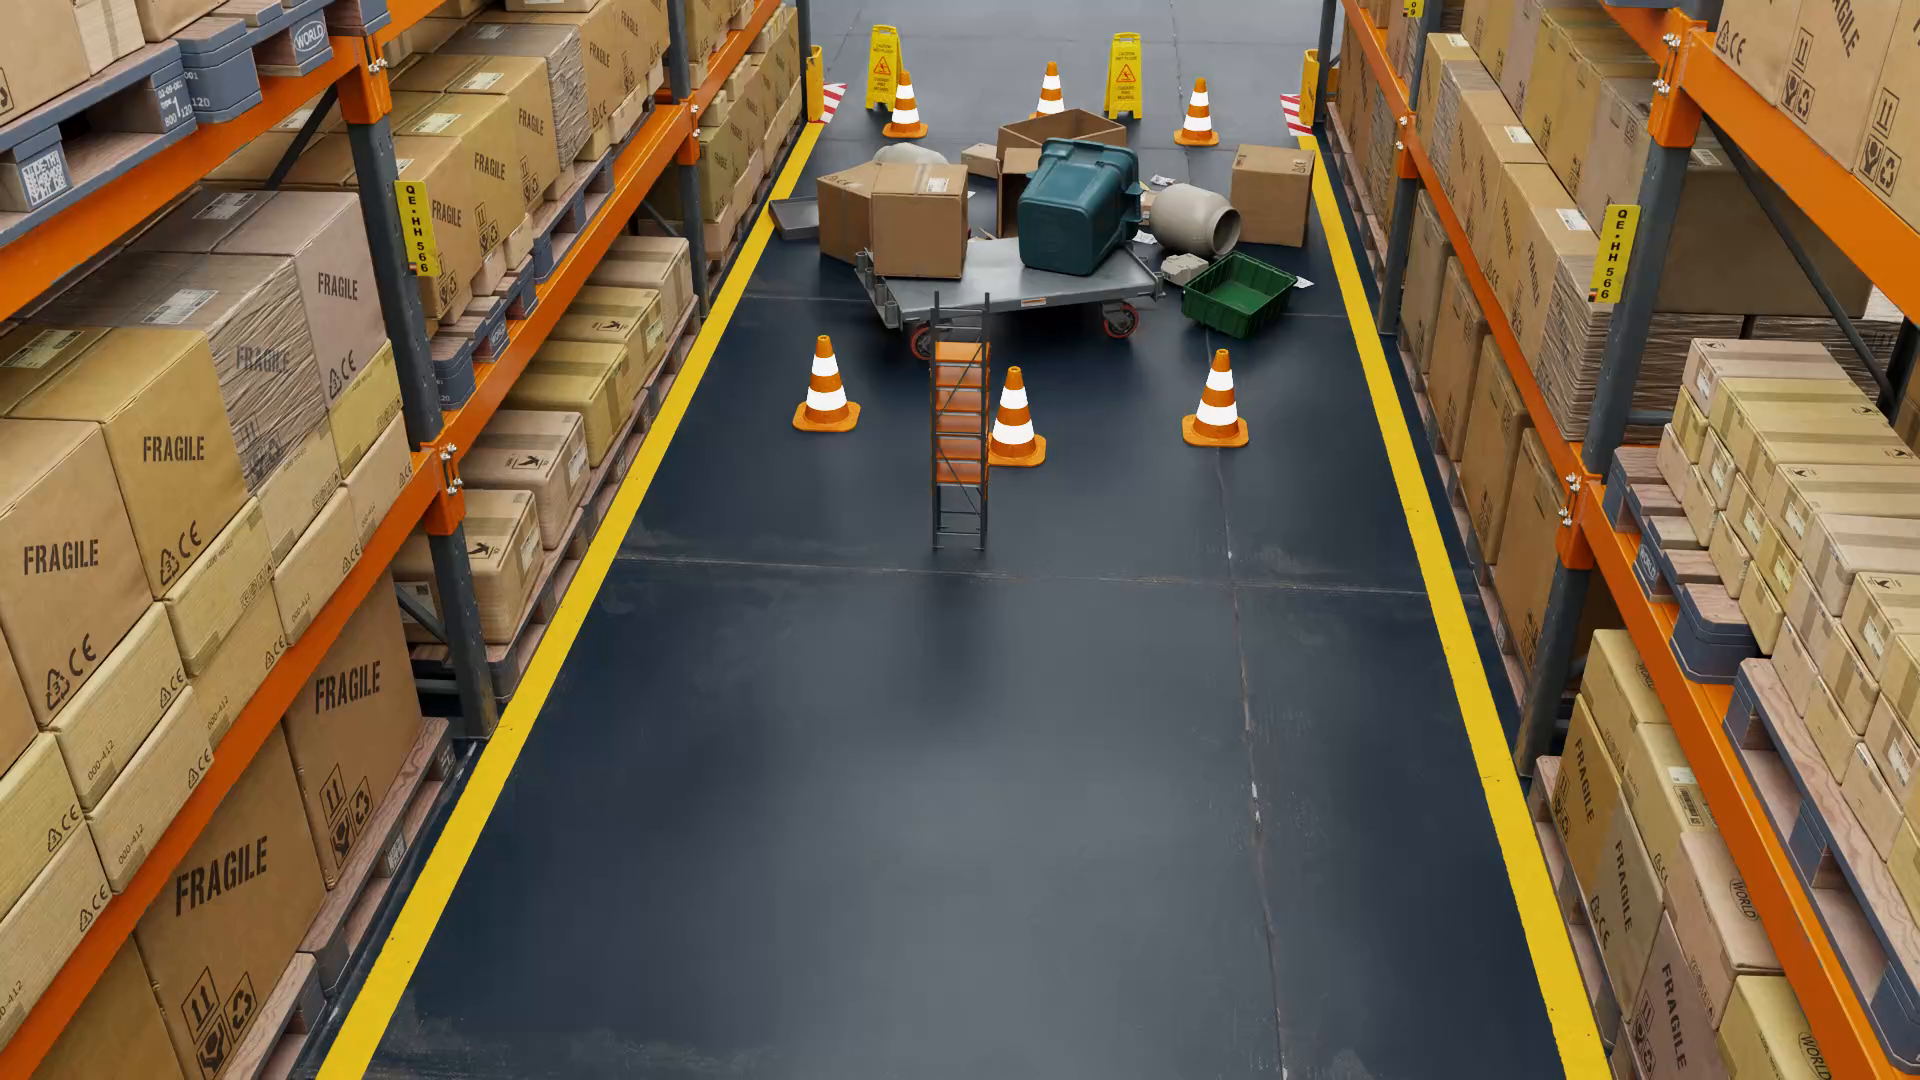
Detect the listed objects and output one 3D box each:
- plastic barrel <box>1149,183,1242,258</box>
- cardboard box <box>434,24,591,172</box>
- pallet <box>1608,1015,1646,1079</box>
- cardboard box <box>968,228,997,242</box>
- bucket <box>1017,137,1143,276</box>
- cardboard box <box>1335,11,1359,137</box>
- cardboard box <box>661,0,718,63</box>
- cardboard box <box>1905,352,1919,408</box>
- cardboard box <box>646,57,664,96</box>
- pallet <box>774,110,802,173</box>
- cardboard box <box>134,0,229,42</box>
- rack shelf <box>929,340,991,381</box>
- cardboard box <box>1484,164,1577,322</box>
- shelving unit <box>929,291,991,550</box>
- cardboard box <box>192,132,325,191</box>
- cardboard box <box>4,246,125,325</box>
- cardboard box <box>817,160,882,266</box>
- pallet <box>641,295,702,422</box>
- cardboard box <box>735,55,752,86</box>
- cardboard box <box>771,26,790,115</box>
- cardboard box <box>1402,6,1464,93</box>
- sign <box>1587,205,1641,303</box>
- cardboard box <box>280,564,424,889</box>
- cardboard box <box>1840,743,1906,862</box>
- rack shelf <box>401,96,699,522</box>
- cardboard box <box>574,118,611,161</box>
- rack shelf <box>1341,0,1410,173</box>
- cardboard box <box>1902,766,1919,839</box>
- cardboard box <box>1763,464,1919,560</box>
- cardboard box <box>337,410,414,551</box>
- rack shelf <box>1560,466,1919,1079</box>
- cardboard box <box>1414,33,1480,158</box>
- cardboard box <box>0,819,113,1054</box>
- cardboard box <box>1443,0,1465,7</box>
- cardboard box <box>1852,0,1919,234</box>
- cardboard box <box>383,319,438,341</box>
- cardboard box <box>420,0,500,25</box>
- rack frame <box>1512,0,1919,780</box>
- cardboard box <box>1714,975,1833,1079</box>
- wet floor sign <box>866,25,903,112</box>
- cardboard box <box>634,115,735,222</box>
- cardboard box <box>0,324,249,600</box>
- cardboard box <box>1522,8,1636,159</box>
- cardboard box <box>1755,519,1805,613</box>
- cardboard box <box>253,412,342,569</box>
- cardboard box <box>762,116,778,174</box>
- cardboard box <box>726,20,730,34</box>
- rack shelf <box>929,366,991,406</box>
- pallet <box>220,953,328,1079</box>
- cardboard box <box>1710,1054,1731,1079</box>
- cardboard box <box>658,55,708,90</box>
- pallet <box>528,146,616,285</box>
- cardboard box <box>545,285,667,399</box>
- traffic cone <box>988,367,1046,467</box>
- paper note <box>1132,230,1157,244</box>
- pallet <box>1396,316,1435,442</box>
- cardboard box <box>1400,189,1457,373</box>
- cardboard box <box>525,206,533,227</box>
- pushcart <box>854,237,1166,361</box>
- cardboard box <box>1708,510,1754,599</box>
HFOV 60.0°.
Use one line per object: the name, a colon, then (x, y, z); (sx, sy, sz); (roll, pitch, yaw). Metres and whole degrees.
plastic barrel: (1.506, -2.039, 10.655); (0.512, 0.421, 0.421); (27, 41, 37)
cardboard box: (-1.937, -1.930, 7.243); (0.500, 0.500, 0.500); (1, 32, 2)
pallet: (2.450, 1.846, 4.553); (1.003, 0.211, 1.213); (2, 32, 4)
cardboard box: (0.206, -1.806, 10.428); (0.258, 0.266, 0.396); (-20, 37, -29)
bucket: (0.656, -1.900, 9.646); (0.726, 0.611, 0.620); (14, 44, 21)
cardboard box: (3.279, -3.486, 12.172); (0.875, 0.875, 0.875); (3, 32, 4)
cardboard box: (-1.686, -3.023, 9.418); (0.500, 0.500, 0.500); (2, 32, 4)
cardboard box: (3.034, -0.435, 4.869); (0.380, 0.149, 0.250); (1, 32, 2)
cardboard box: (-1.766, -2.427, 8.668); (0.380, 0.149, 0.250); (3, 32, 5)
pallet: (-1.781, -3.077, 12.542); (1.003, 0.211, 1.213); (2, 32, 4)
cardboard box: (-2.216, -1.517, 3.997); (0.700, 0.500, 0.500); (1, 32, 2)
rack shelf: (0.001, -0.787, 7.282); (0.258, 0.103, 0.180); (2, 32, 4)
cardboard box: (2.468, -1.197, 6.738); (0.500, 0.500, 0.500); (2, 32, 3)
shelving unit: (0.001, -0.518, 7.447); (0.258, 1.200, 0.189); (2, 32, 4)
cardboard box: (-2.565, -1.142, 5.964); (0.500, 0.500, 0.500); (2, 32, 3)
cardboard box: (-2.640, -0.505, 4.662); (0.500, 0.500, 0.500); (3, 32, 4)
cardboard box: (-0.556, -2.075, 10.638); (0.500, 0.500, 0.500); (27, 41, 37)
pallet: (-2.061, -1.042, 9.239); (1.003, 0.211, 1.213); (2, 32, 4)
cardboard box: (-1.553, -3.009, 10.661); (0.380, 0.149, 0.250); (4, 32, 7)
cardboard box: (-1.518, -3.352, 11.836); (0.500, 0.500, 0.500); (4, 32, 6)
cardboard box: (2.960, -2.734, 9.185); (0.875, 0.550, 0.550); (2, 32, 4)
sign: (2.063, -0.900, 5.249); (0.100, 0.325, 0.005); (2, 32, 4)
cardboard box: (-2.464, 0.539, 5.641); (0.875, 0.875, 0.875); (2, 32, 4)
cardboard box: (2.251, 0.597, 3.761); (0.380, 0.149, 0.250); (1, 32, 2)
rack shelf: (-2.162, -1.284, 7.660); (1.077, 0.370, 4.000); (2, 32, 4)
cardboard box: (-1.864, -1.894, 7.803); (0.380, 0.149, 0.250); (2, 32, 4)
rack shelf: (3.105, -3.217, 10.796); (1.077, 0.370, 4.000); (2, 32, 4)
cardboard box: (2.230, 0.602, 3.470); (0.380, 0.149, 0.250); (3, 32, 4)
cardboard box: (2.320, -0.070, 4.277); (0.380, 0.149, 0.250); (1, 32, 2)
cardboard box: (-2.108, -0.205, 5.366); (0.500, 0.250, 0.500); (1, 32, 2)
rack shelf: (2.454, 0.966, 4.008); (1.077, 0.370, 4.000); (2, 32, 4)
cardboard box: (2.631, -2.256, 8.457); (0.500, 0.500, 0.500); (3, 32, 5)
cardboard box: (-2.254, 0.855, 3.647); (0.500, 0.250, 0.500); (2, 32, 4)
cardboard box: (3.007, -3.192, 8.899); (0.875, 0.550, 0.550); (2, 32, 4)
cardboard box: (2.236, -0.894, 3.388); (0.500, 0.500, 0.500); (2, 32, 4)
cardboard box: (-2.113, -0.778, 5.993); (0.380, 0.149, 0.250); (1, 32, 1)
cardboard box: (-2.418, -2.231, 7.732); (0.500, 0.500, 0.500); (2, 32, 4)
rack frame: (2.617, -0.386, 5.517); (1.000, 3.000, 0.127); (2, 32, 4)
cardboard box: (2.184, 1.327, 4.006); (0.500, 0.250, 0.500); (1, 32, 2)
wet floor sign: (-0.592, -3.779, 13.267); (0.267, 0.644, 0.232); (14, 34, 21)
cardboard box: (-1.682, -2.260, 10.064); (0.500, 0.500, 0.500); (4, 32, 6)
cardboard box: (-2.187, -0.203, 4.172); (0.500, 0.500, 0.500); (2, 32, 4)
cardboard box: (2.784, -1.888, 6.907); (0.700, 0.500, 0.500); (2, 32, 3)
cardboard box: (2.319, 0.074, 4.327); (0.380, 0.149, 0.250); (3, 32, 4)
cardboard box: (-2.149, -0.161, 4.818); (0.500, 0.250, 0.500); (2, 32, 3)
cardboard box: (-1.559, -2.757, 11.585); (0.500, 0.250, 0.500); (1, 32, 2)
cardboard box: (-1.649, -3.223, 10.360); (0.380, 0.149, 0.250); (2, 32, 4)
rack shelf: (0.001, -0.685, 7.345); (0.258, 0.103, 0.180); (2, 32, 4)
pallet: (-2.566, 1.688, 4.809); (1.003, 0.211, 1.213); (2, 32, 4)
cardboard box: (2.188, 1.657, 4.184); (0.500, 0.500, 0.500); (2, 32, 3)
cardboard box: (-1.654, -2.680, 9.479); (0.380, 0.149, 0.250); (2, 32, 4)
pallet: (-2.205, -1.499, 7.507); (1.003, 0.211, 1.213); (2, 32, 4)
cardboard box: (-2.095, -1.045, 8.692); (0.950, 0.372, 0.625); (4, 32, 7)
traffic cone: (0.268, -0.653, 8.369); (0.336, 0.463, 0.334); (2, 32, 4)
paper note: (1.229, -1.998, 10.971); (0.172, 0.023, 0.155); (14, 34, 21)
pallet: (2.955, -0.883, 8.982); (1.003, 0.211, 1.213); (2, 32, 4)
cardboard box: (2.981, -1.370, 8.858); (1.050, 0.750, 0.750); (2, 32, 4)
cardboard box: (-2.004, -1.338, 6.901); (0.380, 0.149, 0.250); (4, 32, 7)
pushcart: (0.277, -1.448, 9.740); (1.648, 0.377, 0.936); (-8, 33, -13)
cardboard box: (2.336, 0.049, 4.650); (0.380, 0.149, 0.250); (4, 32, 6)
